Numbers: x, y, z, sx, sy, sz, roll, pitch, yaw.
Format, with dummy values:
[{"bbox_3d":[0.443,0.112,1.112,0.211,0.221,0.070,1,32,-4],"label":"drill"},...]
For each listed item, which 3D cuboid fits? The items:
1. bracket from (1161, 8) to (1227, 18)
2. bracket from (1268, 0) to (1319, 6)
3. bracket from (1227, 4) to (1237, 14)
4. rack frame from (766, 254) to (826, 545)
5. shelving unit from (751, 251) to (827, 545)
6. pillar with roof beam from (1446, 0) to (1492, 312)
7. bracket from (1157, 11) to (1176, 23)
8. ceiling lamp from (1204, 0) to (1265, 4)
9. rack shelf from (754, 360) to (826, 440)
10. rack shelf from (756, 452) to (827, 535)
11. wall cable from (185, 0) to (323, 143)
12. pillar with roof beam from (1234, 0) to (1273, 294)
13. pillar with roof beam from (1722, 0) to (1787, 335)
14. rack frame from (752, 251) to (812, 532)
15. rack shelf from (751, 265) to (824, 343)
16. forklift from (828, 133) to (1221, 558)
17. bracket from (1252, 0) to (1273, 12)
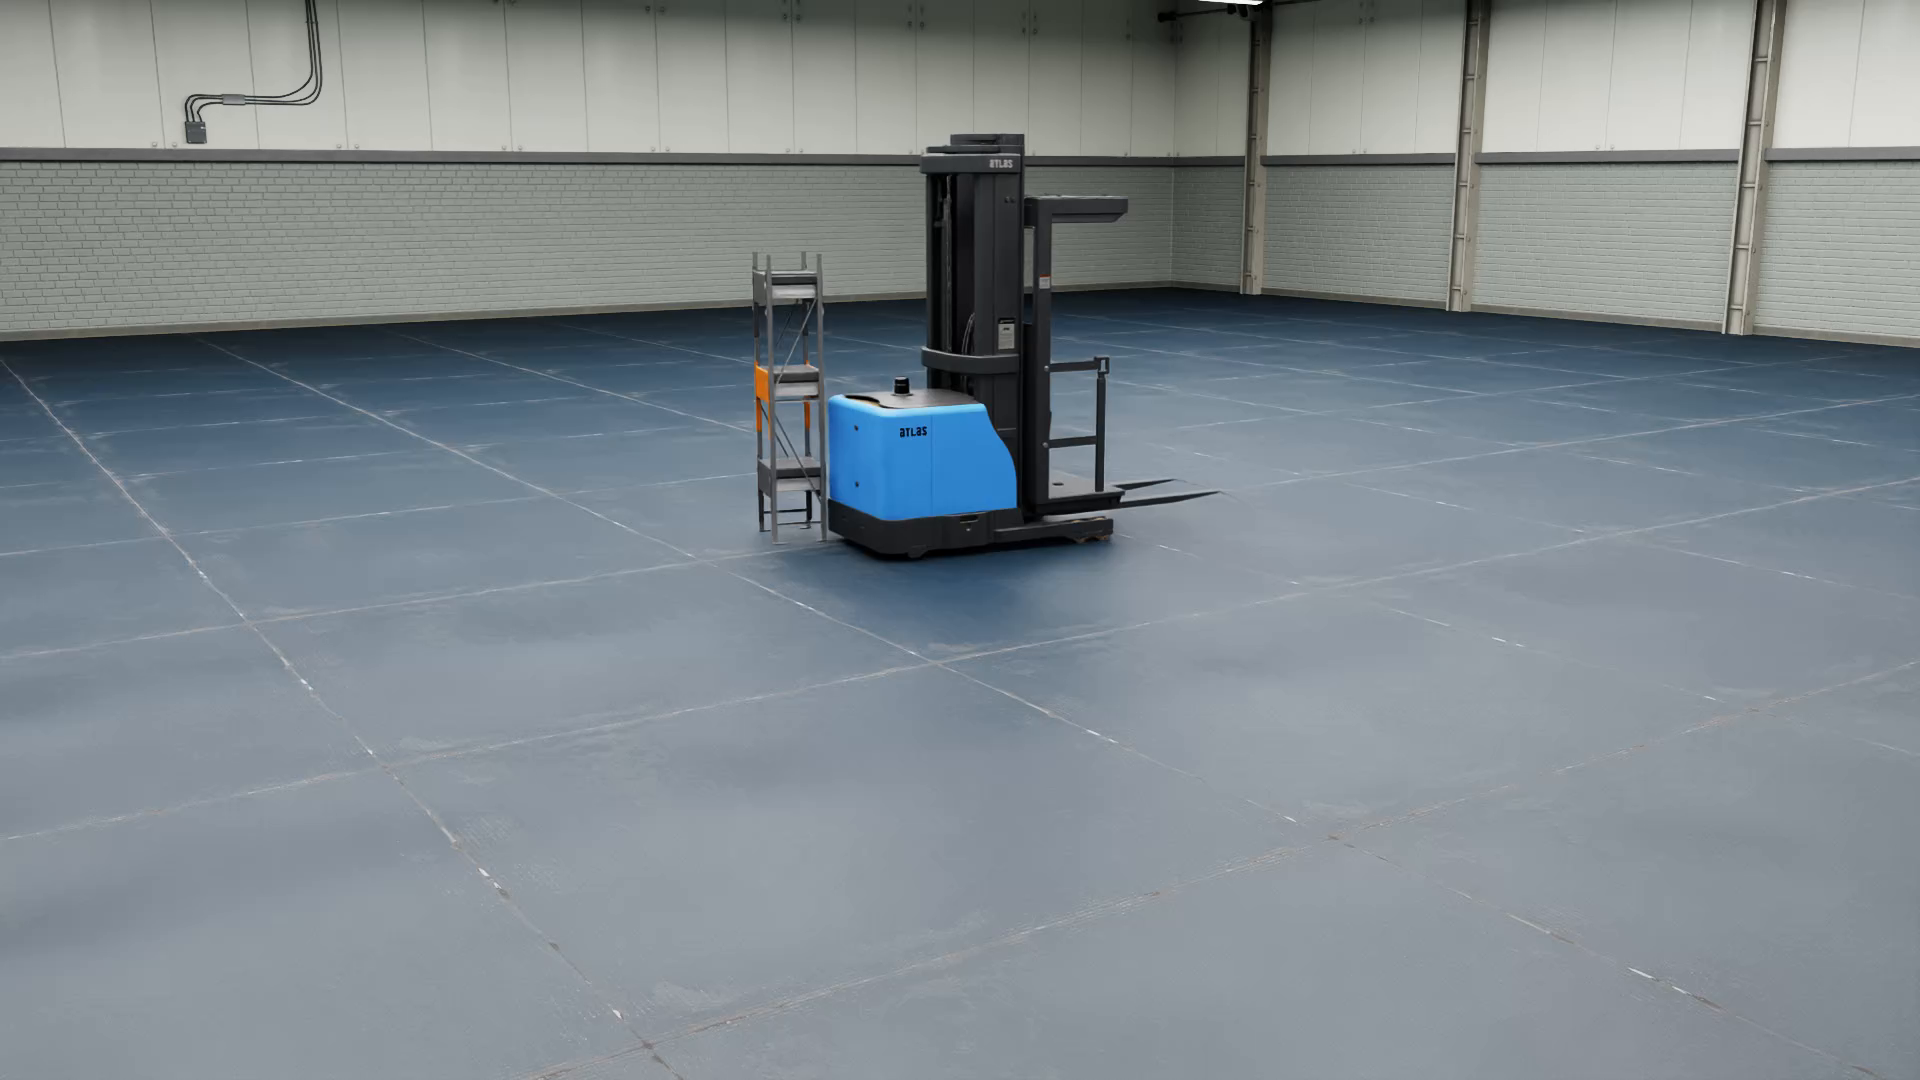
[{"bbox_3d":[5.191,-12.178,38.562,0.076,0.066,3.189,-8,15,-33],"label":"bracket"},{"bbox_3d":[8.064,-11.256,34.345,0.076,0.066,4.783,-8,15,-33],"label":"bracket"},{"bbox_3d":[6.176,-11.862,37.115,0.235,0.232,0.430,-8,15,-33],"label":"bracket"},{"bbox_3d":[-1.181,-1.003,12.032,0.400,2.100,0.015,-4,13,-18],"label":"rack frame"},{"bbox_3d":[-1.256,-1.052,12.259,0.431,2.100,0.503,-4,13,-18],"label":"shelving unit"},{"bbox_3d":[6.442,-8.495,30.145,9.100,9.000,0.400,-8,15,-33],"label":"pillar with roof beam"},{"bbox_3d":[4.863,-12.284,39.043,0.235,0.232,0.430,-8,15,-33],"label":"bracket"},{"bbox_3d":[4.713,-11.649,30.903,2.000,3.185,0.800,-8,15,-33],"label":"ceiling lamp"},{"bbox_3d":[-1.256,-1.039,12.262,0.431,0.518,0.480,-4,13,-18],"label":"rack shelf"},{"bbox_3d":[-1.256,-0.355,12.411,0.431,0.518,0.480,-4,13,-18],"label":"rack shelf"},{"bbox_3d":[-12.141,-9.806,28.179,2.305,6.003,0.169,-8,15,-33],"label":"wall cable"},{"bbox_3d":[3.118,-9.562,35.024,9.100,9.000,0.548,-8,15,-33],"label":"pillar with roof beam"},{"bbox_3d":[9.767,-7.428,25.265,9.100,9.000,0.400,-8,15,-33],"label":"pillar with roof beam"},{"bbox_3d":[-1.332,-1.102,12.485,0.400,2.100,0.015,-4,13,-18],"label":"rack frame"},{"bbox_3d":[-1.256,-1.723,12.112,0.431,0.518,0.480,-4,13,-18],"label":"rack shelf"},{"bbox_3d":[0.563,-1.506,12.389,3.031,2.935,1.130,-7,14,-28],"label":"forklift"},{"bbox_3d":[6.636,-11.714,36.440,0.235,0.232,0.430,-8,15,-33],"label":"bracket"}]
